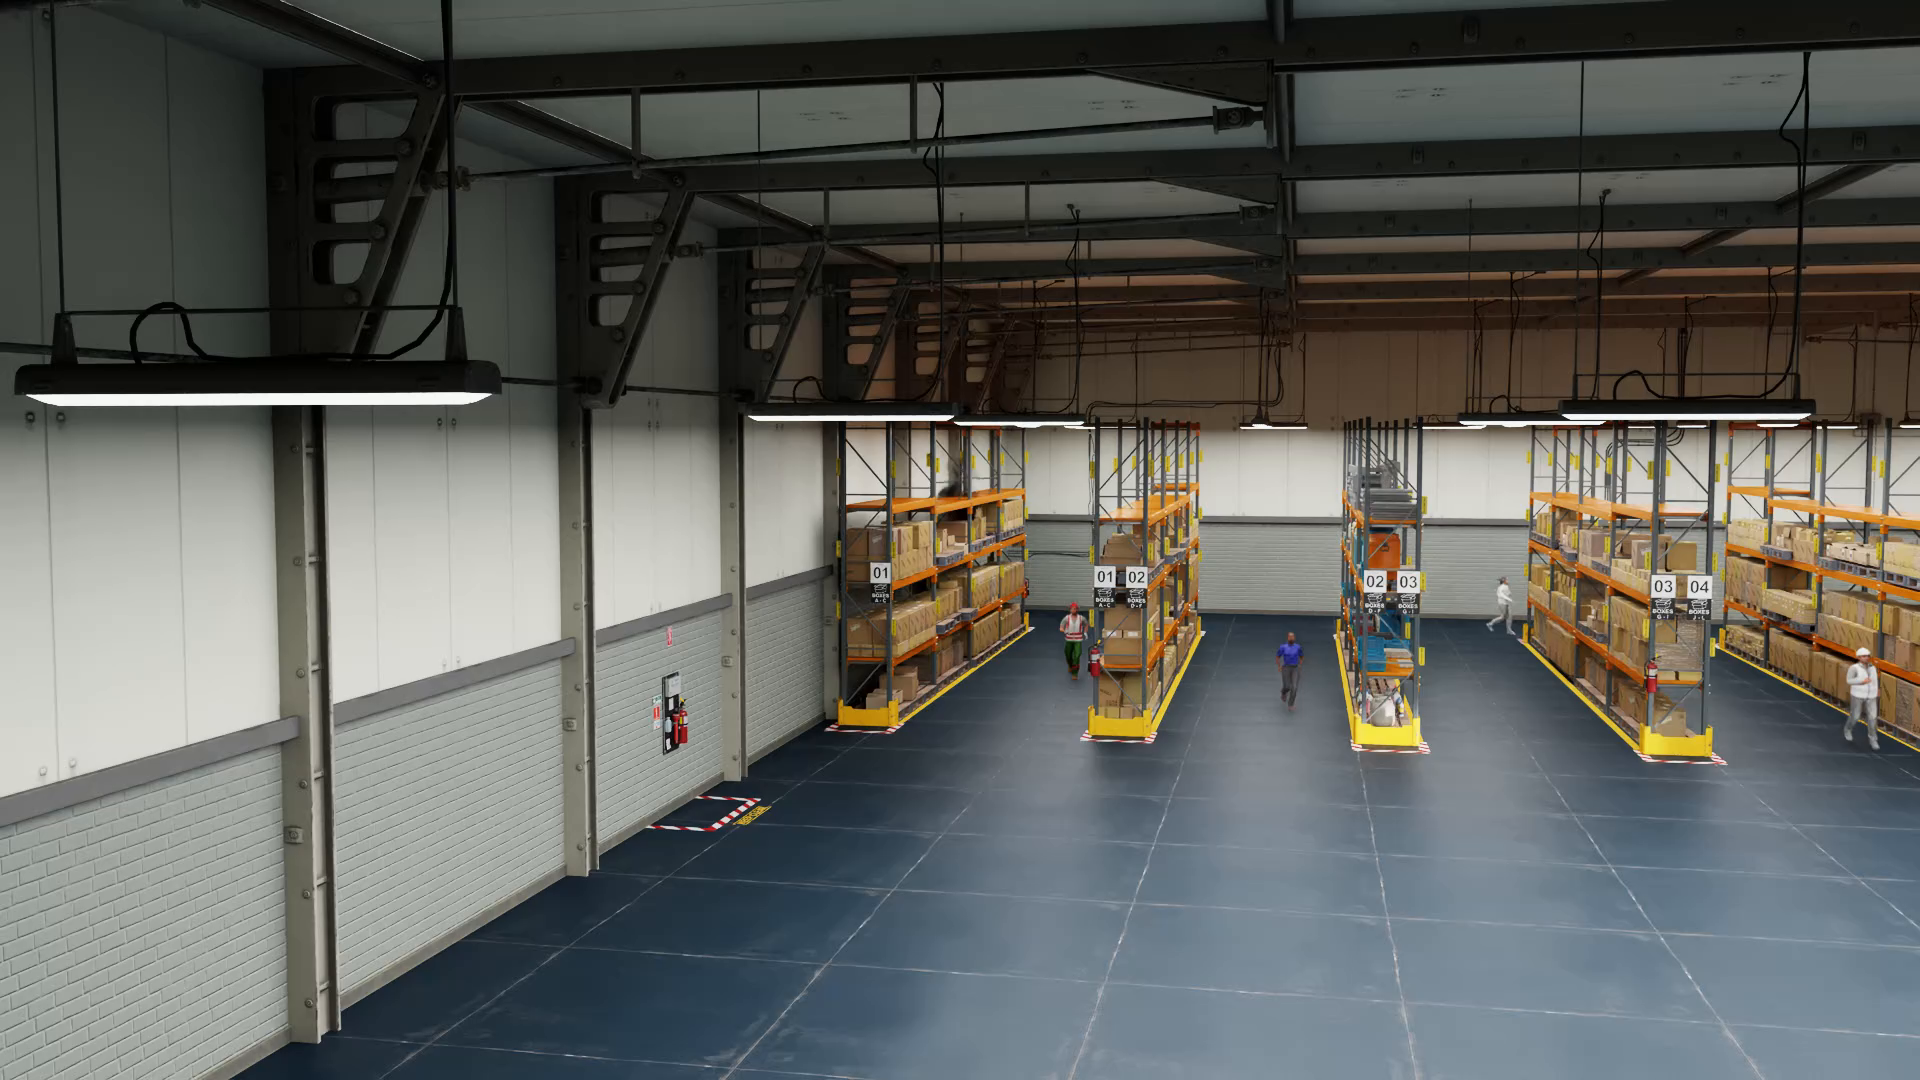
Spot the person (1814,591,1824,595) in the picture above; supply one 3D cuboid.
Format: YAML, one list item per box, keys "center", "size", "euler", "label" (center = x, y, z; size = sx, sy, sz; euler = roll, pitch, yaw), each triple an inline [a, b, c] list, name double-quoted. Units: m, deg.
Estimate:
- center: [22.260, 2.062, 43.259]
  size: [0.693, 1.805, 0.734]
  euler: [0, 4, -3]
  label: "person"

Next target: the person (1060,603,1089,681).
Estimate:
- center: [2.640, 2.340, 38.508]
  size: [0.669, 1.764, 0.883]
  euler: [0, 4, 7]
  label: "person"

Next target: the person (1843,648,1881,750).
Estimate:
- center: [16.428, 2.845, 30.285]
  size: [0.650, 1.772, 0.835]
  euler: [0, 4, 4]
  label: "person"

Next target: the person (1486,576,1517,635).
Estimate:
- center: [15.336, 1.832, 47.034]
  size: [0.832, 1.688, 0.620]
  euler: [2, 4, 25]
  label: "person"

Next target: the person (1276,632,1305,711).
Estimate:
- center: [6.822, 2.702, 34.344]
  size: [0.587, 1.601, 0.566]
  euler: [0, 4, 1]
  label: "person"
